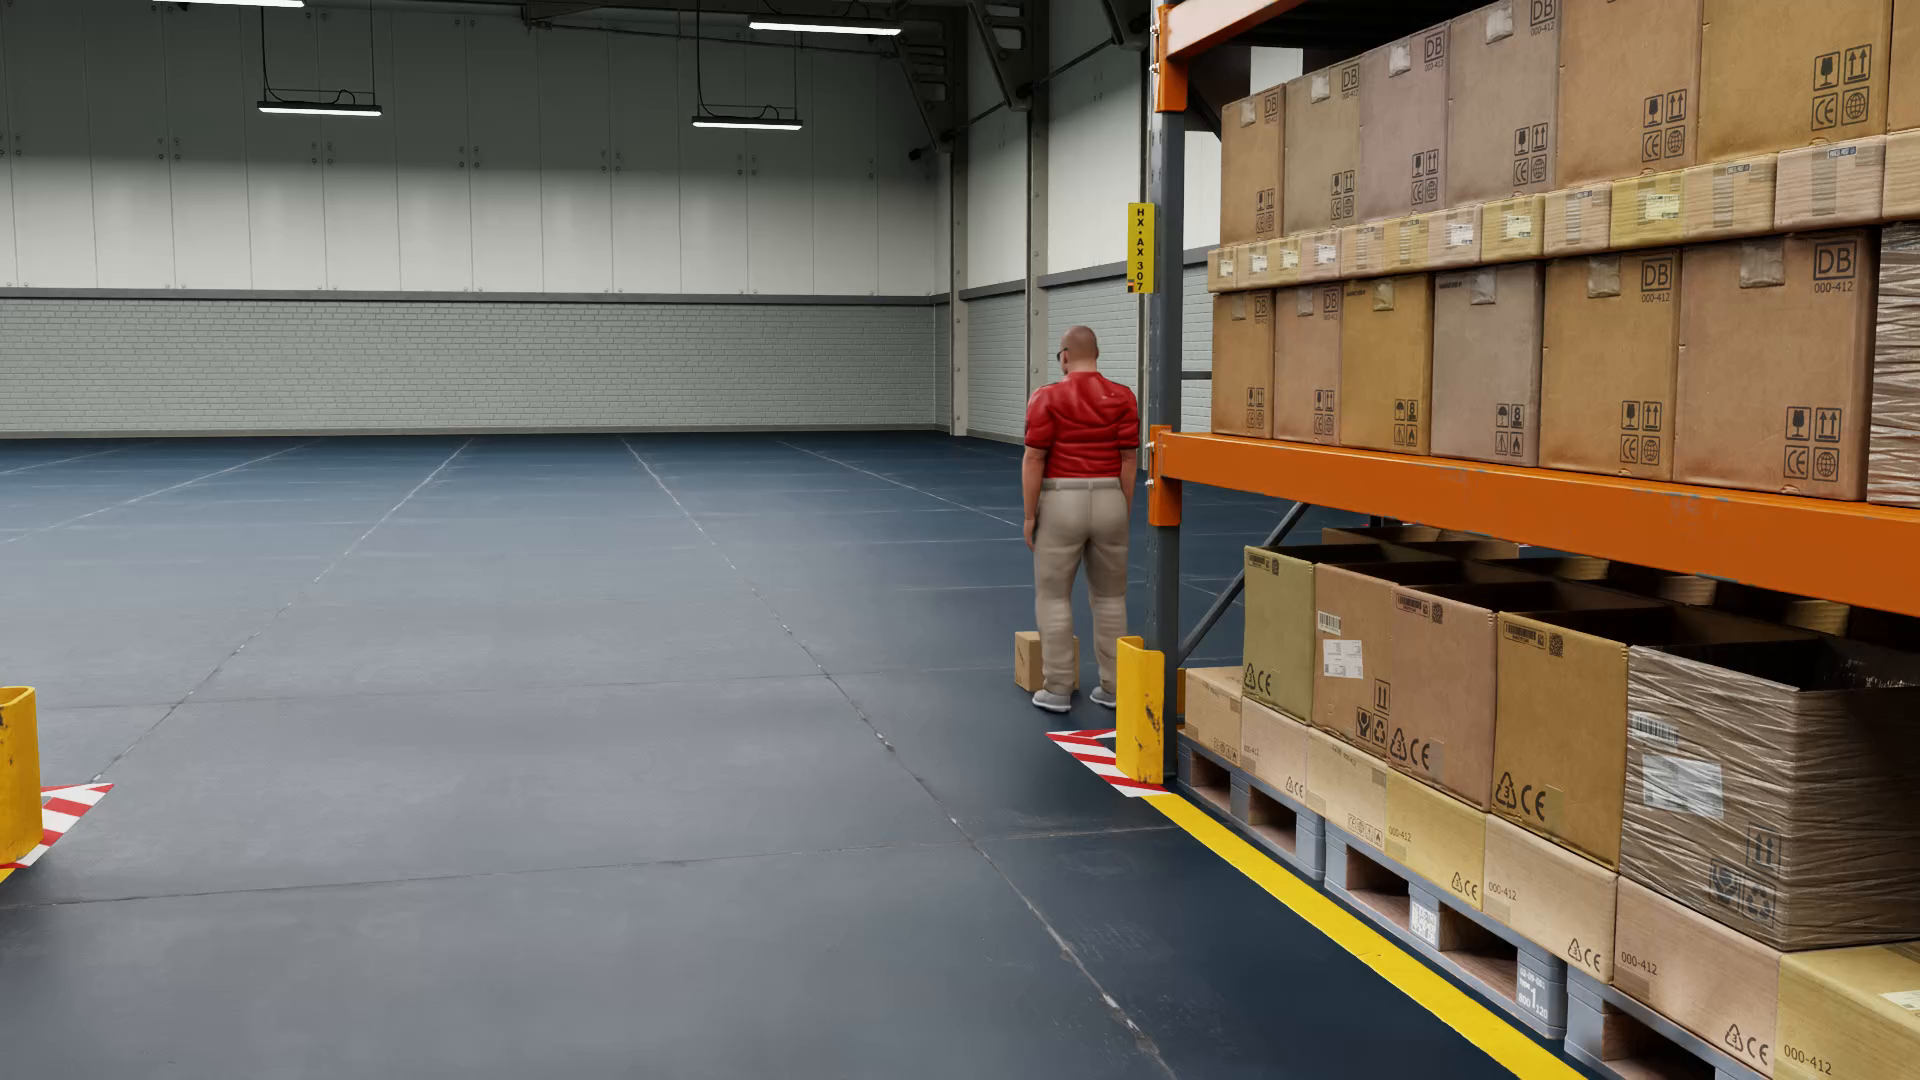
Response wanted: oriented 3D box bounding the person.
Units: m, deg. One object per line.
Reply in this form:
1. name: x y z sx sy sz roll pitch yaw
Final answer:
1. person: 0.526 -0.095 7.475 0.529 1.721 0.359 -1 6 -13
